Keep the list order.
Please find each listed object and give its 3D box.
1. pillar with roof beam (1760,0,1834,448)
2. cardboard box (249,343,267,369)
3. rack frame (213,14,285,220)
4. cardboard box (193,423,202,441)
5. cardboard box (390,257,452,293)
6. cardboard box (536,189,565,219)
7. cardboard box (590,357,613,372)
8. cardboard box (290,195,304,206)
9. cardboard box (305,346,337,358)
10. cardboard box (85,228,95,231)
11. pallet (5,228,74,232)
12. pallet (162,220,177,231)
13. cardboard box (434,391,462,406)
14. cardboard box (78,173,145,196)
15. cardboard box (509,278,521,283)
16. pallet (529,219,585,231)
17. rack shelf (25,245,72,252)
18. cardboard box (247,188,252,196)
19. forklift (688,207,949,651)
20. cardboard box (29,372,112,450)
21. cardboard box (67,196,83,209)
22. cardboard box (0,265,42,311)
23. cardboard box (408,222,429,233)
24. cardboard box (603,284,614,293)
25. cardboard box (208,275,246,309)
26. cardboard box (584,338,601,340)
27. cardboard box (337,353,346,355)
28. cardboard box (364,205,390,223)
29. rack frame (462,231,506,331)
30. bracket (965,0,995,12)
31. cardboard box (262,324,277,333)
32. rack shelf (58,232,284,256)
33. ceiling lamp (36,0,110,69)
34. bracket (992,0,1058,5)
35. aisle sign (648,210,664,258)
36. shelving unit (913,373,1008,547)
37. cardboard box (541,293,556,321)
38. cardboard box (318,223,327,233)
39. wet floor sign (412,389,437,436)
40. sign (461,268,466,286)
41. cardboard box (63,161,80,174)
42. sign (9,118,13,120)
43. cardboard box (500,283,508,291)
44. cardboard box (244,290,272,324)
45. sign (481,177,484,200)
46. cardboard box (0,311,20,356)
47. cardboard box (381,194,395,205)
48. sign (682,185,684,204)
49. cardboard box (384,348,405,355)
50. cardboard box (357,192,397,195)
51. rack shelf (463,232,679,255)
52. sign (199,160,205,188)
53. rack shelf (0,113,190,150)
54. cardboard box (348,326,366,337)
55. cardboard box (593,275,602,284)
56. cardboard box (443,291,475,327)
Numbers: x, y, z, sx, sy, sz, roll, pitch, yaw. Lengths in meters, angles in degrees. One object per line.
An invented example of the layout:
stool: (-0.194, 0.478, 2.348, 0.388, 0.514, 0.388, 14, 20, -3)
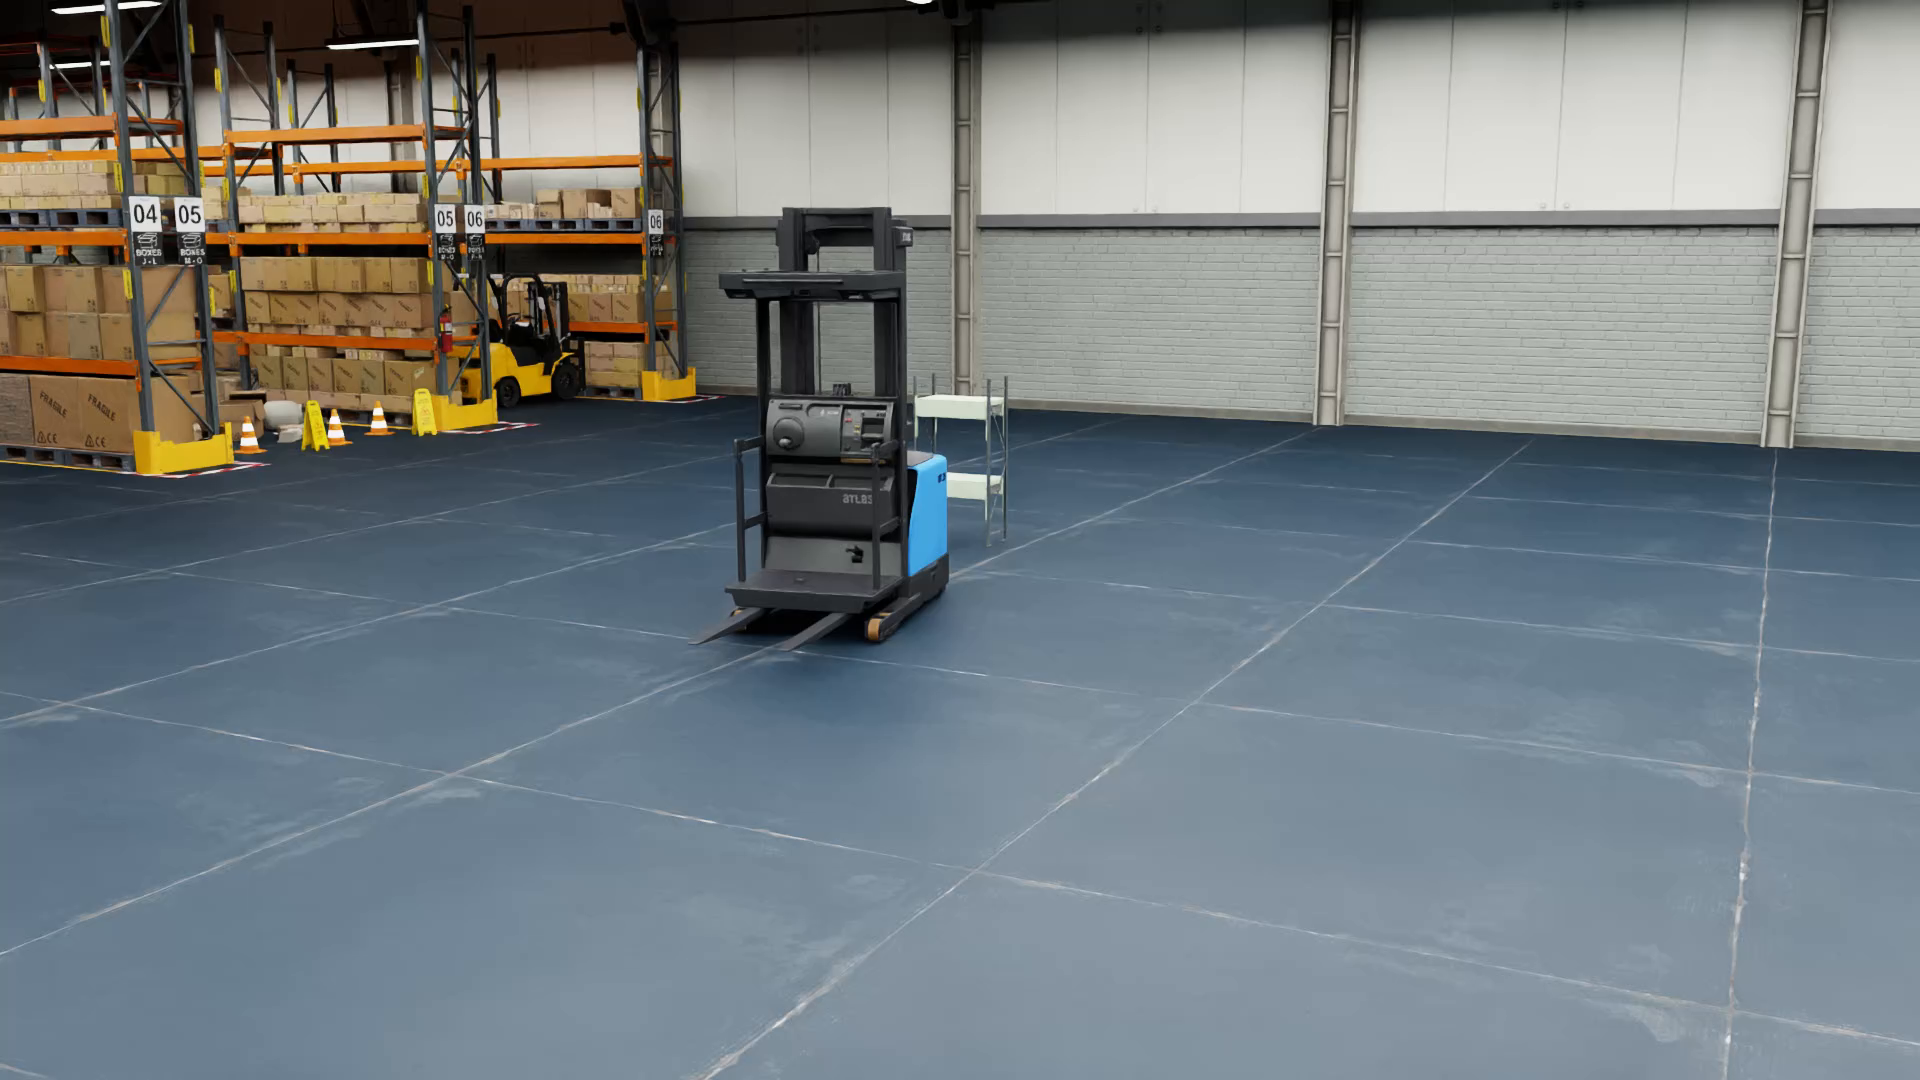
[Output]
pillar with roof beam: (8.956, -4.986, 17.511, 0.400, 9.000, 9.100, 5, 11, 26)
cardboard box: (-13.619, -3.629, 32.698, 0.500, 0.500, 0.500, 6, 12, 28)
rack frame: (-10.836, -6.415, 25.408, 0.127, 3.000, 1.000, 5, 11, 26)
cardboard box: (-10.579, -1.478, 22.651, 0.258, 0.266, 0.396, 7, 13, 36)
cardboard box: (-7.804, -3.841, 24.106, 0.500, 0.500, 0.700, 5, 11, 24)
cardboard box: (-6.943, -5.868, 29.060, 0.637, 0.503, 0.797, 5, 12, 28)
cardboard box: (-6.076, -3.070, 28.909, 0.500, 0.250, 0.500, 5, 11, 25)
cardboard box: (-9.751, -5.056, 24.790, 0.250, 0.149, 0.380, 5, 11, 24)
cardboard box: (-9.636, -2.835, 25.086, 0.250, 0.149, 0.380, 6, 12, 29)
cardboard box: (-13.987, -5.116, 27.030, 0.258, 0.266, 0.396, 5, 11, 26)
pallet: (-15.024, -5.204, 27.667, 1.003, 0.211, 1.213, 6, 12, 28)
pallet: (-12.274, -4.994, 26.504, 1.003, 0.211, 1.213, 5, 11, 26)
cardboard box: (-7.850, -2.109, 25.003, 0.500, 0.250, 0.500, 5, 11, 25)
cardboard box: (-9.911, -4.148, 19.429, 0.500, 0.250, 0.500, 5, 11, 27)
cardboard box: (-7.796, -4.637, 29.490, 0.250, 0.149, 0.380, 5, 12, 27)
pallet: (-6.777, -5.529, 29.184, 1.213, 0.211, 1.003, 5, 11, 26)
rack shelf: (-17.611, -6.166, 34.475, 4.000, 0.370, 1.077, 5, 11, 26)
cardboard box: (-11.634, -5.466, 26.423, 0.500, 0.250, 0.500, 5, 11, 25)
forklift: (-0.975, -0.819, 11.528, 1.130, 2.935, 3.031, 3, 11, 15)
cardboard box: (-10.776, -1.622, 20.559, 0.875, 0.875, 0.875, 5, 11, 25)
cardboard box: (-10.253, -3.970, 19.565, 0.250, 0.149, 0.380, 5, 11, 27)
cardboard box: (-11.652, -3.146, 20.736, 0.550, 0.550, 0.875, 5, 11, 26)
cardboard box: (-7.693, -4.484, 23.865, 0.250, 0.149, 0.380, 5, 11, 26)
cardboard box: (-5.939, -4.338, 28.672, 0.250, 0.149, 0.380, 5, 12, 27)
cardboard box: (-11.352, -3.865, 25.868, 0.500, 0.500, 0.500, 5, 11, 25)
cardboard box: (-6.753, -3.476, 29.748, 0.500, 0.250, 0.500, 5, 11, 25)
cardboard box: (-9.730, -2.642, 25.842, 0.500, 0.500, 0.500, 5, 12, 27)
cardboard box: (-8.272, -4.736, 24.138, 0.500, 0.250, 0.500, 5, 11, 25)
rack frame: (-8.643, -4.256, 30.324, 0.127, 3.000, 1.000, 5, 11, 26)
bracket: (0.314, -8.301, 25.720, 0.430, 0.232, 0.235, 5, 11, 26)
cardboard box: (-10.446, -3.252, 25.480, 0.250, 0.149, 0.380, 5, 12, 27)
rack shelf: (-12.630, -4.743, 26.610, 4.000, 0.370, 1.077, 5, 11, 26)
ceiling lamp: (-16.038, -10.294, 30.449, 2.000, 3.185, 0.800, 5, 11, 26)
bracket: (2.640, -8.096, 24.591, 4.783, 0.066, 0.076, 5, 11, 26)
aisle sign: (-5.127, -5.168, 28.063, 0.004, 0.787, 0.394, 5, 11, 26)
shelving unit: (0.006, -0.737, 15.094, 0.755, 1.500, 0.431, 5, 11, 26)
cardboard box: (-6.990, -4.108, 29.222, 0.500, 0.500, 0.500, 5, 11, 26)
cardboard box: (-9.280, -4.630, 24.672, 0.250, 0.149, 0.380, 5, 11, 26)
wet floor sign: (-7.552, -1.804, 23.383, 0.267, 0.644, 0.232, -10, 14, -43)
sign: (-8.875, -4.699, 29.745, 0.005, 0.325, 0.100, 5, 11, 26)
cardboard box: (-10.254, -4.362, 19.495, 0.250, 0.149, 0.380, 5, 12, 27)
sign: (-19.645, -8.566, 34.446, 0.005, 0.325, 0.100, 5, 11, 26)
cardboard box: (-7.995, -4.521, 29.686, 0.250, 0.149, 0.380, 5, 11, 26)
cardboard box: (-10.565, -3.579, 25.469, 0.500, 0.500, 0.500, 5, 11, 26)
sign: (-7.009, -5.141, 24.335, 0.005, 0.325, 0.100, 5, 11, 26)
cardboard box: (-11.664, -2.610, 20.808, 0.550, 0.550, 0.875, 5, 11, 26)
cardboard box: (-8.134, -4.916, 24.013, 0.250, 0.149, 0.380, 5, 11, 25)
sign: (-4.805, -5.974, 28.718, 0.005, 0.325, 0.100, 5, 11, 26)
cardboard box: (-10.484, -3.455, 31.386, 0.625, 0.625, 0.875, 5, 11, 23)
cardboard box: (-10.776, -6.176, 30.770, 0.500, 0.500, 0.500, 5, 12, 27)
rack shelf: (-6.850, -5.221, 29.250, 4.000, 0.370, 1.077, 5, 11, 26)
sign: (-9.098, -4.383, 19.924, 0.005, 0.325, 0.100, 5, 11, 26)
rack shelf: (-11.142, -4.908, 20.225, 4.000, 0.370, 1.077, 5, 11, 26)
cardboard box: (-8.857, -3.109, 24.692, 0.250, 0.149, 0.380, 5, 11, 25)
cardboard box: (-6.142, -4.513, 28.803, 0.250, 0.149, 0.380, 5, 11, 26)
cardboard box: (-7.551, -3.425, 24.616, 0.500, 0.500, 0.500, 5, 11, 25)
